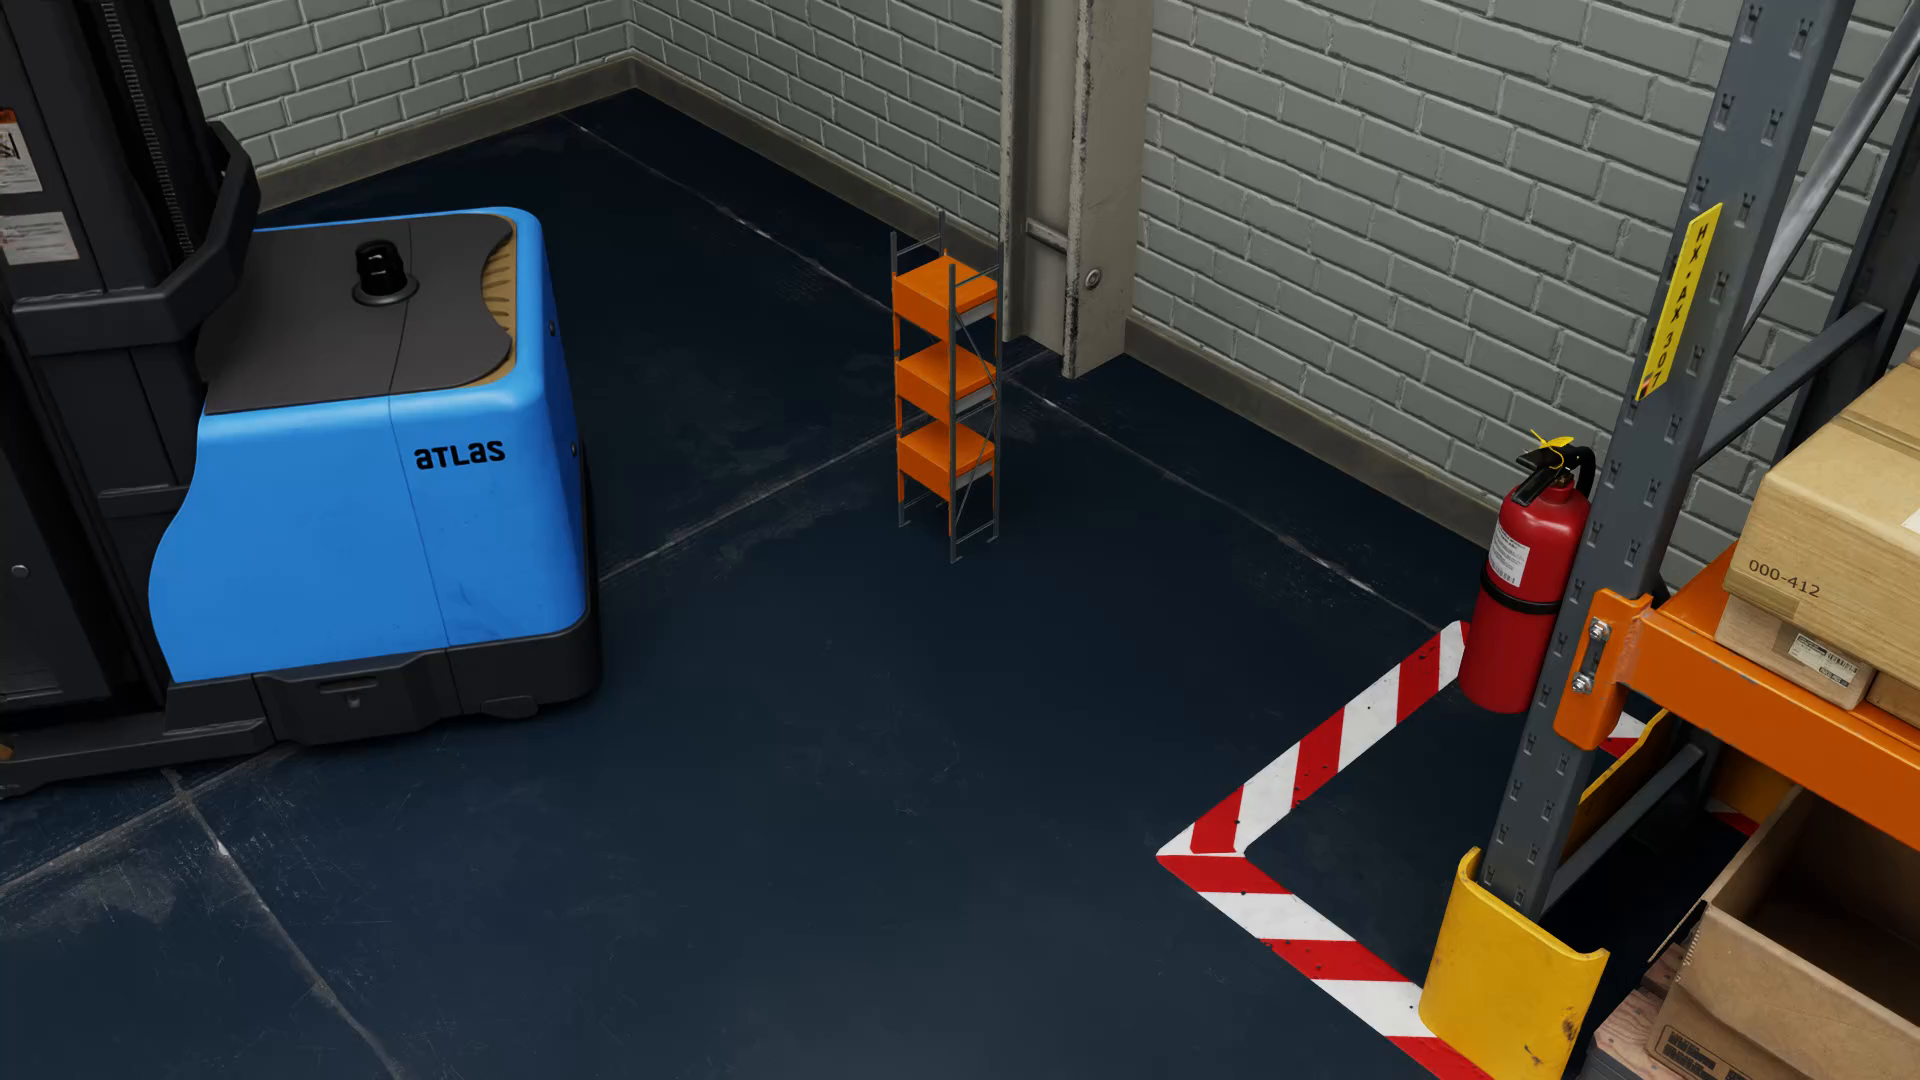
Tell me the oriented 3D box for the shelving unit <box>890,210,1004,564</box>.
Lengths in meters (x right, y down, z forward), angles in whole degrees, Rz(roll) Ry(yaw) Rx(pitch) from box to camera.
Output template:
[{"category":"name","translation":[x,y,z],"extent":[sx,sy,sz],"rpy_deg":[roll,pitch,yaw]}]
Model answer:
[{"category":"shelving unit","translation":[-0.036,-0.433,4.951],"extent":[0.215,1.050,0.252],"rpy_deg":[-30,48,-32]}]

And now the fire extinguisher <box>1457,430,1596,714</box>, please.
[{"category":"fire extinguisher","translation":[1.099,0.036,3.176],"extent":[0.296,0.674,0.183],"rpy_deg":[-30,48,-32]}]

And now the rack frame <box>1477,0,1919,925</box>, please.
[{"category":"rack frame","translation":[1.539,-0.267,3.193],"extent":[1.000,3.000,0.127],"rpy_deg":[-30,48,-32]}]

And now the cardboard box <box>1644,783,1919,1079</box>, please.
[{"category":"cardboard box","translation":[1.883,0.864,3.445],"extent":[0.797,0.503,0.637],"rpy_deg":[-32,49,-33]}]

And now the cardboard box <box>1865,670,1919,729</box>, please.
[{"category":"cardboard box","translation":[1.765,0.197,2.818],"extent":[0.380,0.149,0.250],"rpy_deg":[-29,47,-31]}]

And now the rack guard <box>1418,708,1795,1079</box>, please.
[{"category":"rack guard","translation":[1.590,0.741,3.935],"extent":[1.175,0.500,0.348],"rpy_deg":[-30,48,-32]}]

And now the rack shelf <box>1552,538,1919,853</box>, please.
[{"category":"rack shelf","translation":[2.891,0.938,2.273],"extent":[1.077,0.370,4.000],"rpy_deg":[-30,48,-32]}]

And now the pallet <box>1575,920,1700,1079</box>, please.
[{"category":"pallet","translation":[2.130,1.222,3.570],"extent":[1.003,0.211,1.213],"rpy_deg":[-30,48,-32]}]

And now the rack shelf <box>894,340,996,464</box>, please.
[{"category":"rack shelf","translation":[-0.036,-0.425,4.957],"extent":[0.215,0.259,0.240],"rpy_deg":[-30,48,-32]}]

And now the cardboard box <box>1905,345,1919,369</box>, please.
[{"category":"cardboard box","translation":[2.045,-0.224,3.023],"extent":[0.500,0.250,0.500],"rpy_deg":[-29,47,-31]}]

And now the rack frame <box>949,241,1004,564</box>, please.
[{"category":"rack frame","translation":[0.046,-0.377,4.881],"extent":[0.200,1.050,0.008],"rpy_deg":[-30,48,-32]}]

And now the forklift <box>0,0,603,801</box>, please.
[{"category":"forklift","translation":[-2.575,-0.785,3.889],"extent":[3.031,2.935,1.130],"rpy_deg":[-7,40,-9]}]

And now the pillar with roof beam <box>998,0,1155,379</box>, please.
[{"category":"pillar with roof beam","translation":[-2.792,-2.402,1.063],"extent":[9.100,9.000,0.400],"rpy_deg":[-30,48,-32]}]

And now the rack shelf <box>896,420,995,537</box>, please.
[{"category":"rack shelf","translation":[-0.036,-0.209,5.132],"extent":[0.215,0.259,0.240],"rpy_deg":[-30,48,-32]}]

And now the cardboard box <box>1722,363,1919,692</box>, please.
[{"category":"cardboard box","translation":[1.647,0.000,2.745],"extent":[0.500,0.250,0.500],"rpy_deg":[-30,47,-32]}]

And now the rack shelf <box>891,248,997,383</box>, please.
[{"category":"rack shelf","translation":[-0.036,-0.646,4.779],"extent":[0.215,0.259,0.240],"rpy_deg":[-30,48,-32]}]

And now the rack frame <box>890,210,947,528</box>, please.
[{"category":"rack frame","translation":[-0.119,-0.490,5.021],"extent":[0.200,1.050,0.008],"rpy_deg":[-30,48,-32]}]

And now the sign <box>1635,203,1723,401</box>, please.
[{"category":"sign","translation":[1.139,-0.373,2.636],"extent":[0.100,0.325,0.005],"rpy_deg":[-30,48,-32]}]

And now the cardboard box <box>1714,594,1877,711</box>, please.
[{"category":"cardboard box","translation":[1.559,0.099,2.940],"extent":[0.380,0.149,0.250],"rpy_deg":[-30,48,-32]}]
